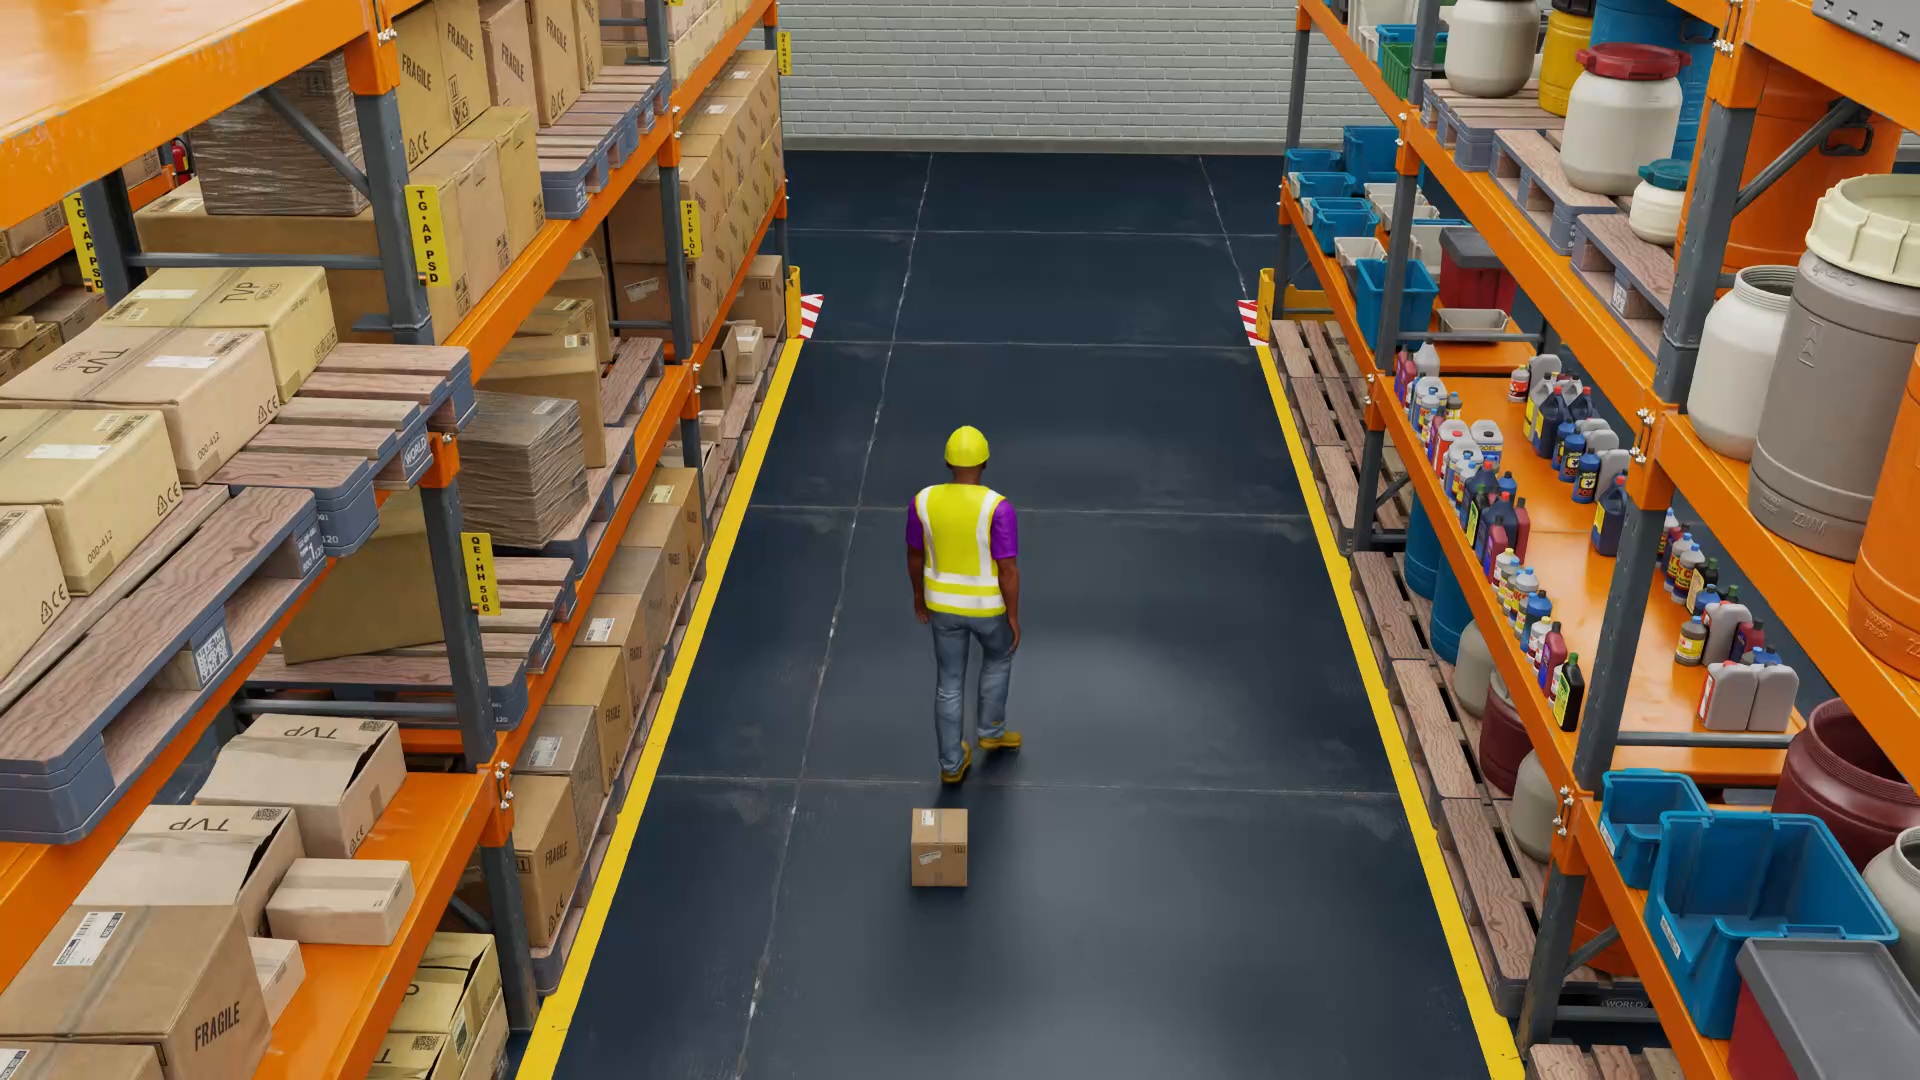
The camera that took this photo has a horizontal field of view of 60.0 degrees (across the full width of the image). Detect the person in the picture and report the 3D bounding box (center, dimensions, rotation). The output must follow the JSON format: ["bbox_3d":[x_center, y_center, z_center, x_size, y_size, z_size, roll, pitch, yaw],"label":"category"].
[{"bbox_3d":[0.019,0.351,7.990,0.606,1.758,0.581,7,29,13],"label":"person"}]
